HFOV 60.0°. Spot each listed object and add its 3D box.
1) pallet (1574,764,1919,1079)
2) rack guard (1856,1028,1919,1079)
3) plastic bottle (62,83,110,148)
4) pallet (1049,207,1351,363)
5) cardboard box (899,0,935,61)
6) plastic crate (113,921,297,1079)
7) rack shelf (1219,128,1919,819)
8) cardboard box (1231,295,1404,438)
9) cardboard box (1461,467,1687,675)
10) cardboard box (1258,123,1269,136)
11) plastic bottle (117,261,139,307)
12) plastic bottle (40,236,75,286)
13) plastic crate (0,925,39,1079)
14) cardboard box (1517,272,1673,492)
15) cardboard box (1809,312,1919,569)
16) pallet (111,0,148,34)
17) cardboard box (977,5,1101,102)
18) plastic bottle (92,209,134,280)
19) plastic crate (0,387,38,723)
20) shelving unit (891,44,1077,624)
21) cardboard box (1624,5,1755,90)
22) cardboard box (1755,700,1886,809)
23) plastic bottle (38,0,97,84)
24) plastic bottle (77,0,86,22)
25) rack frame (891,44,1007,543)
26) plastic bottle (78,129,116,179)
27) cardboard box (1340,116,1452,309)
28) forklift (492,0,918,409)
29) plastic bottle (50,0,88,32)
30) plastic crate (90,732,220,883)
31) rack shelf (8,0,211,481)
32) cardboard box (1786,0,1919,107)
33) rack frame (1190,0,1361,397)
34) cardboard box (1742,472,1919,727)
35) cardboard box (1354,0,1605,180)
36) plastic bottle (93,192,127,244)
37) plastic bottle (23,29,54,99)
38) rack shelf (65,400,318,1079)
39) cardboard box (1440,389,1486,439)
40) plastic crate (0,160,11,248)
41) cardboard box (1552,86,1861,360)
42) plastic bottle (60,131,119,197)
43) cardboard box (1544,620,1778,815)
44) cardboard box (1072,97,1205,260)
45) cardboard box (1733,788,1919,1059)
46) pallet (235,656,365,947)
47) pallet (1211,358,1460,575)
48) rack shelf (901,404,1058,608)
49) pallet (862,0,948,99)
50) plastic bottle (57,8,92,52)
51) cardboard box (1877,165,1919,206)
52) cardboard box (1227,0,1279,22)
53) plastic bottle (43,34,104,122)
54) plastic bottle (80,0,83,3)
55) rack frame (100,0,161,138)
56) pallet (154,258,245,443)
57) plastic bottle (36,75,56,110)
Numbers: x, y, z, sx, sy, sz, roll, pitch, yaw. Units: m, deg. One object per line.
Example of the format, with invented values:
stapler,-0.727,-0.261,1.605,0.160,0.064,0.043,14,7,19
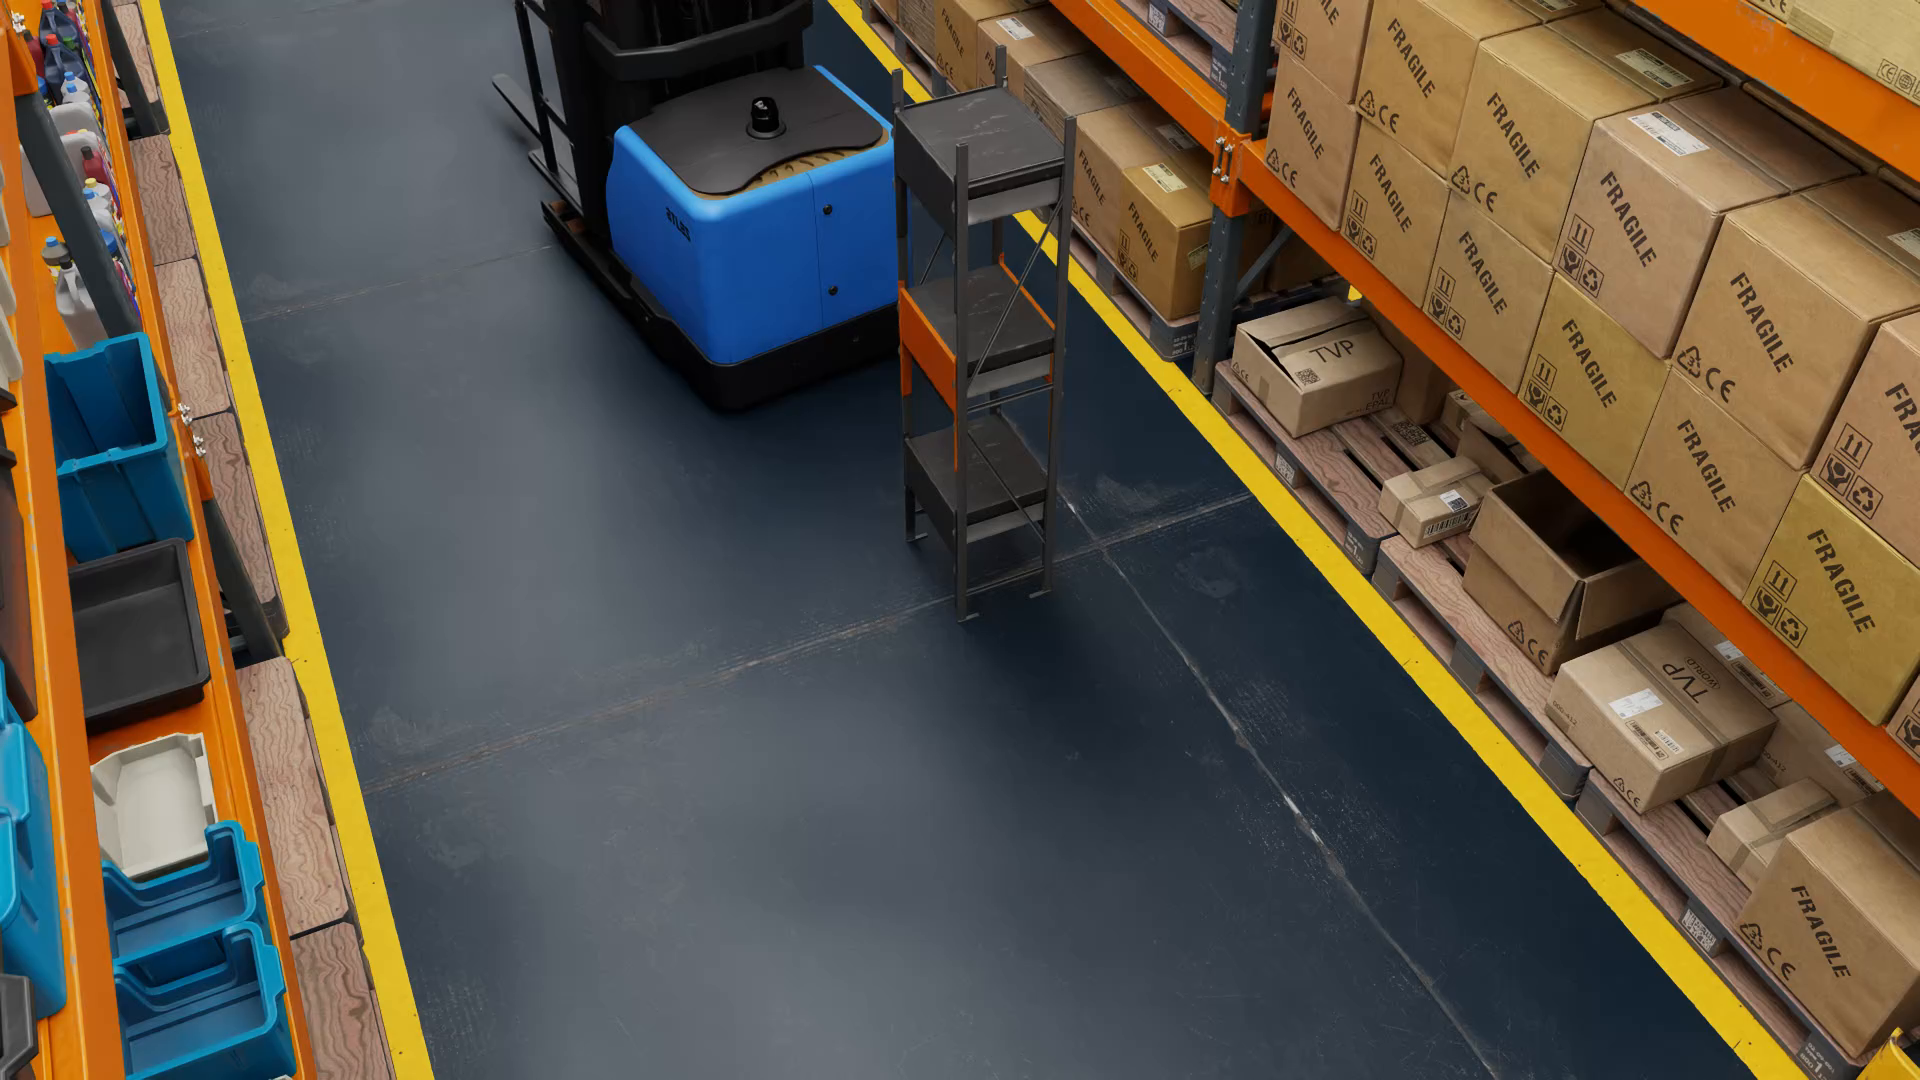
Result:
pallet,2.829,1.097,5.489,1.003,0.211,1.213,-18,47,-17
rack guard,3.165,1.501,4.872,1.175,0.500,0.348,-18,47,-17
plastic bottle,-3.340,-1.610,6.338,0.097,0.271,0.097,0,45,0
pallet,1.139,-1.404,8.022,1.003,0.211,1.213,-18,47,-17
cardboard box,-0.009,-2.998,9.120,0.500,0.500,0.500,-20,48,-19
plastic crate,-1.657,1.065,3.611,0.416,0.233,0.300,-18,47,-17
rack shelf,2.356,-0.358,5.490,1.077,0.370,4.000,-18,47,-17
cardboard box,1.496,-0.757,6.983,0.500,0.311,0.500,-18,47,-17
cardboard box,2.310,0.039,6.039,0.797,0.503,0.637,-18,47,-17
cardboard box,1.299,-1.873,7.979,0.500,0.500,0.500,-17,47,-17
plastic bottle,-2.869,-0.871,5.638,0.097,0.201,0.097,0,45,0
plastic bottle,-3.088,-0.950,5.718,0.097,0.201,0.097,0,45,0
plastic crate,-1.207,0.772,1.790,0.497,0.269,0.590,-18,47,-17
cardboard box,2.124,-0.551,5.101,0.500,0.500,0.500,-19,48,-18
cardboard box,2.548,-0.256,4.090,0.500,0.500,0.500,-17,47,-16
pallet,-5.462,-3.266,9.910,1.003,0.211,1.213,-18,47,-17
cardboard box,0.421,-2.346,8.459,0.500,0.500,0.500,-20,48,-19
plastic bottle,-2.983,-1.025,5.742,0.152,0.276,0.135,-18,47,-17
plastic crate,-1.691,0.020,2.503,0.504,0.338,0.767,-18,47,-17
shelving unit,0.070,-0.642,5.906,0.431,2.100,0.503,-18,47,-17
cardboard box,2.393,-1.388,5.238,0.500,0.500,0.500,-18,47,-17
cardboard box,3.016,0.733,5.516,0.500,0.250,0.500,-18,47,-17
plastic bottle,-3.595,-1.986,6.662,0.144,0.351,0.185,-18,47,-17
plastic bottle,-3.812,-2.326,7.063,0.097,0.271,0.097,0,45,0
rack frame,-0.033,-0.797,6.063,0.400,2.100,0.015,-18,47,-17
plastic bottle,-3.243,-1.437,6.212,0.097,0.201,0.097,0,45,0
cardboard box,1.701,-1.194,5.753,0.500,0.500,0.500,-17,47,-17
forklift,-1.416,-2.621,7.320,1.130,2.935,3.031,-25,50,-23
plastic bottle,-3.771,-2.239,7.025,0.097,0.201,0.097,0,45,0
plastic crate,-1.975,0.665,4.086,0.293,0.136,0.466,-18,47,-17
rack shelf,-3.821,-1.447,6.593,1.077,0.370,4.000,-18,47,-17
cardboard box,2.320,-1.240,3.843,0.500,0.250,0.500,-18,47,-17
rack frame,1.515,-1.889,6.529,1.000,3.000,0.127,-18,47,-17
cardboard box,2.541,0.090,4.452,0.500,0.500,0.500,-18,47,-17
cardboard box,1.676,-1.568,5.421,0.500,0.500,0.500,-19,48,-19
plastic bottle,-3.048,-1.143,5.914,0.097,0.201,0.097,0,45,0
plastic bottle,-3.678,-1.916,6.639,0.061,0.283,0.133,-18,47,-17
rack shelf,-2.139,1.102,4.010,1.077,0.370,4.000,-18,47,-17
cardboard box,2.225,-0.530,6.868,0.380,0.149,0.250,-18,47,-17
plastic crate,-2.100,-0.704,3.380,0.293,0.136,0.466,-18,47,-17
cardboard box,2.109,-0.912,4.755,0.500,0.500,0.500,-17,47,-16
plastic bottle,-3.219,-1.382,6.103,0.152,0.276,0.135,-18,47,-17
cardboard box,2.373,0.594,5.657,0.500,0.250,0.500,-18,47,-17
cardboard box,0.848,-1.703,7.807,0.500,0.500,0.500,-18,47,-17
cardboard box,2.745,1.119,4.946,0.500,0.500,0.500,-18,47,-17
pallet,-2.636,1.021,5.565,1.003,0.211,1.213,-18,47,-17
pallet,1.803,-0.458,7.064,1.003,0.211,1.213,-18,47,-17
rack shelf,0.070,-0.134,6.407,0.431,0.518,0.480,-18,47,-17
pallet,0.113,-2.958,9.598,1.003,0.211,1.213,-18,47,-17
plastic bottle,-3.690,-2.115,6.899,0.097,0.201,0.097,0,45,0
cardboard box,2.817,-0.743,4.585,0.500,0.500,0.500,-17,47,-17
cardboard box,1.519,-2.442,6.719,0.700,0.500,0.500,-34,54,-30
plastic bottle,-3.462,-1.783,6.457,0.144,0.351,0.185,-18,47,-17
plastic bottle,-3.894,-2.450,7.189,0.097,0.271,0.097,0,45,0
rack frame,-4.662,-2.978,7.632,1.000,3.000,0.127,-18,47,-17
pallet,-3.784,-0.719,7.328,1.003,0.211,1.213,-18,47,-17
plastic bottle,-3.553,-1.692,6.420,0.097,0.271,0.097,0,45,0
